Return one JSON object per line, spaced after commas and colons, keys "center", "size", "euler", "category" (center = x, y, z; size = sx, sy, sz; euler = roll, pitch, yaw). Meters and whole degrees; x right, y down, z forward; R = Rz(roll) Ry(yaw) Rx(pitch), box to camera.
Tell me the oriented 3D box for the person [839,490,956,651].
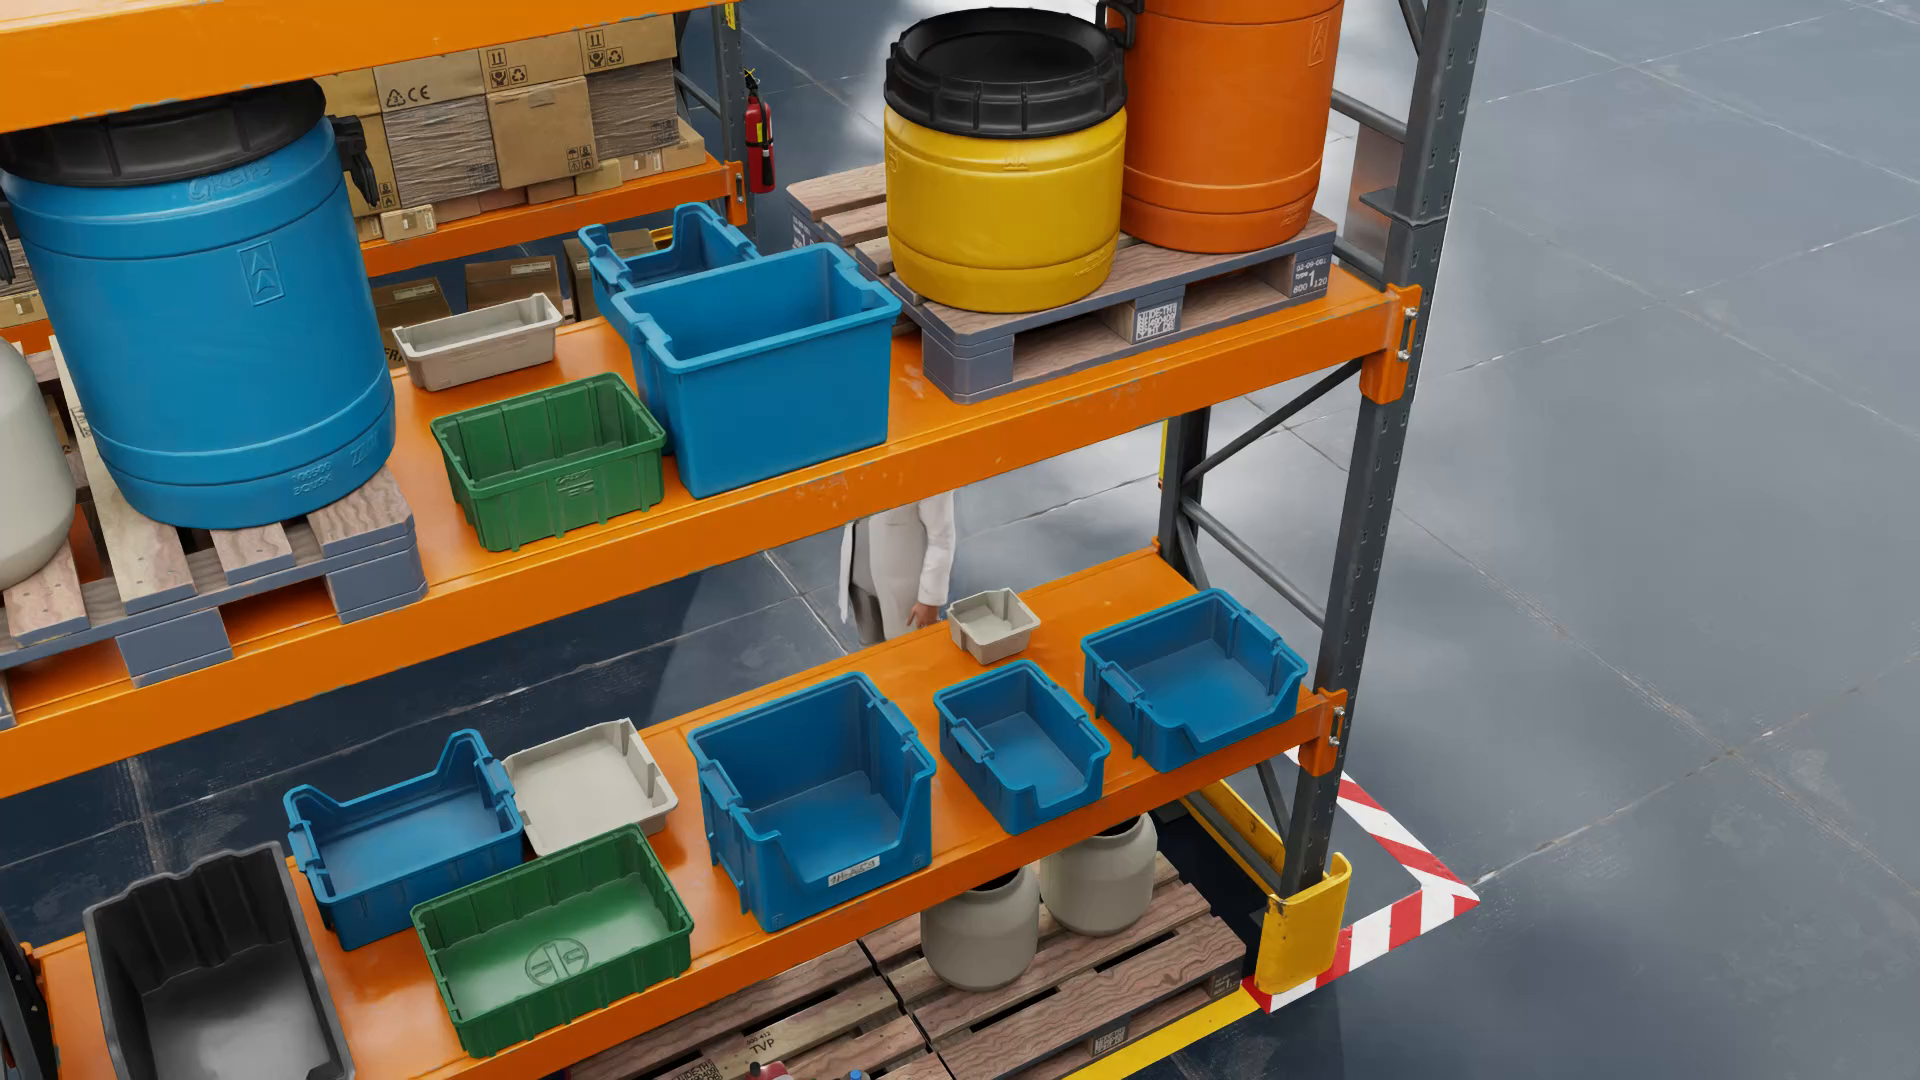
{"center": [-0.267, 0.130, 6.736], "size": [0.464, 1.774, 0.646], "euler": [-31, 46, -35], "category": "person"}
